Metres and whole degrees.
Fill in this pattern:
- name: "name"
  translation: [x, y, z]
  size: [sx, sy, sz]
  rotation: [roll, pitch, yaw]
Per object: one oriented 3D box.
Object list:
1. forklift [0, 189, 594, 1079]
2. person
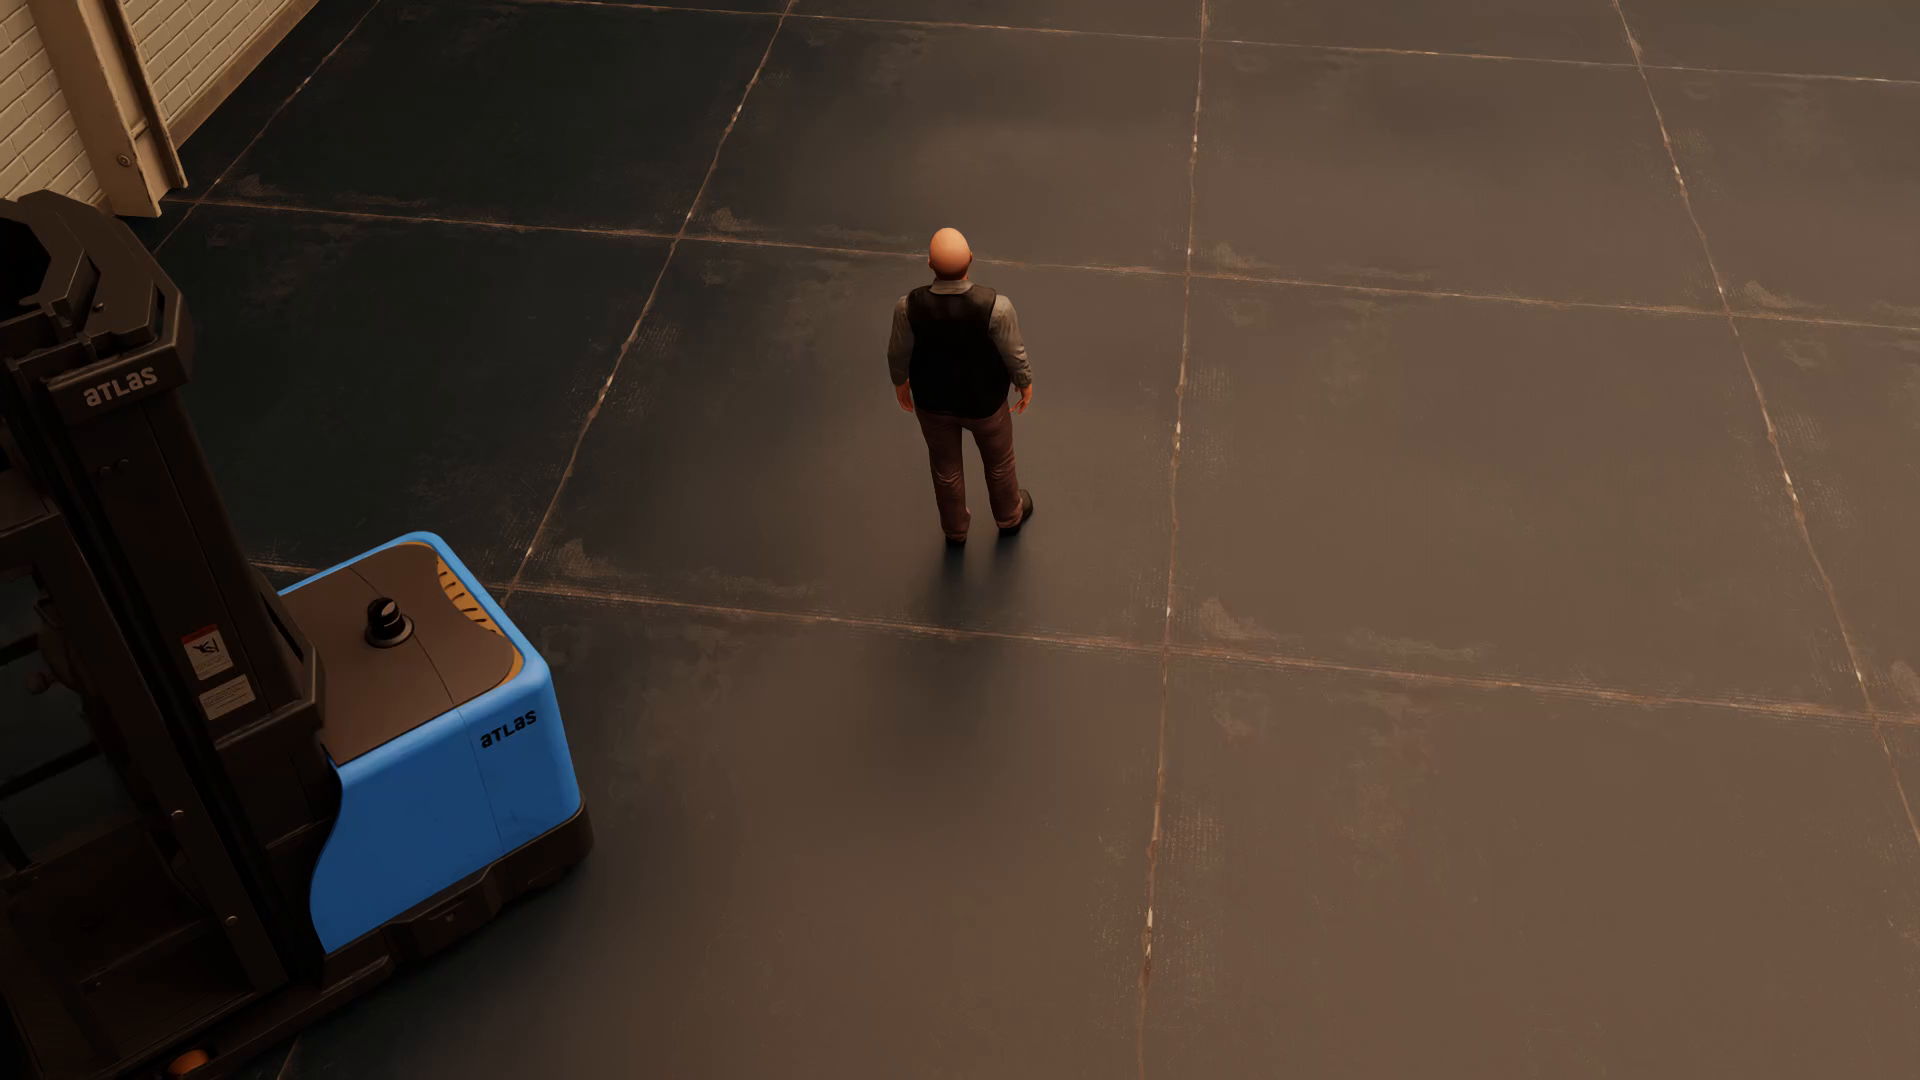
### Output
- name: "forklift"
  translation: [-2.899, 0.529, 5.148]
  size: [3.031, 2.935, 1.130]
  rotation: [-28, 50, -27]
- name: "person"
  translation: [0.017, -0.683, 7.356]
  size: [0.632, 1.713, 0.552]
  rotation: [5, 43, 6]
